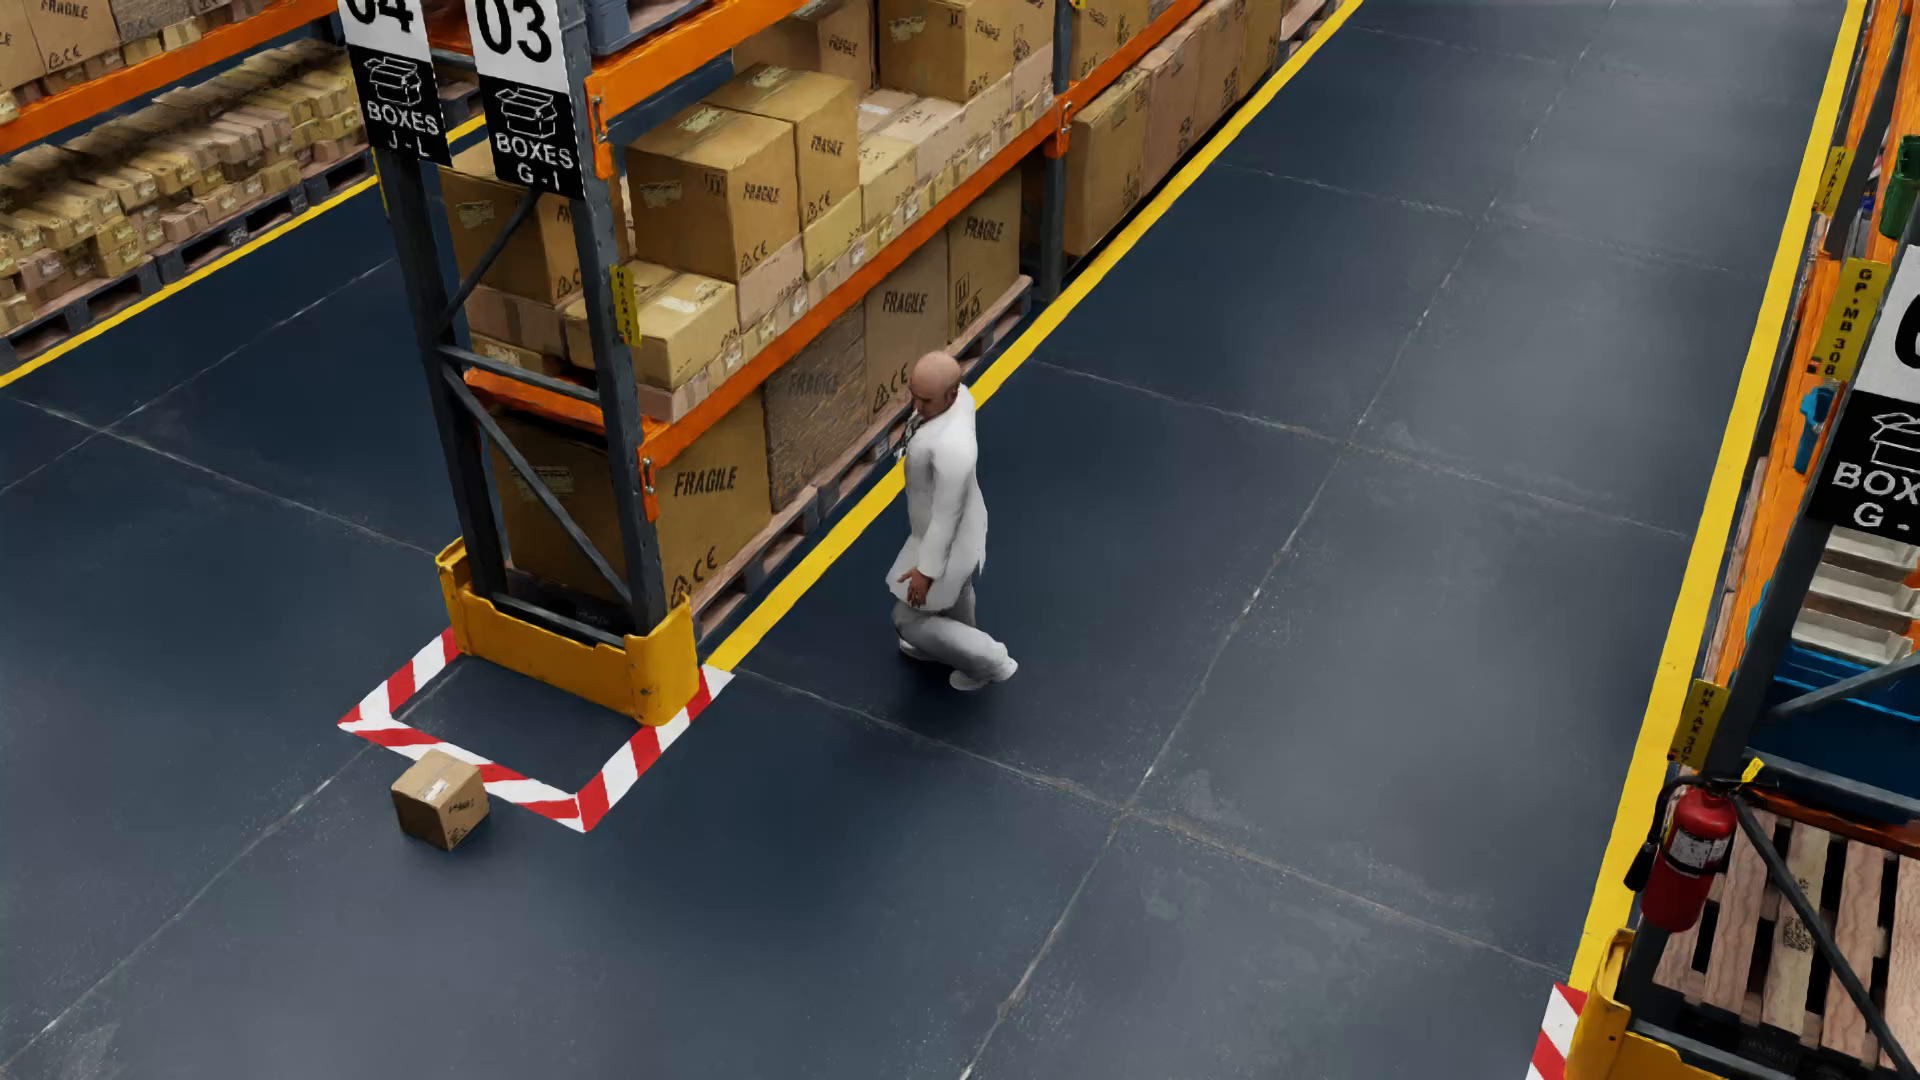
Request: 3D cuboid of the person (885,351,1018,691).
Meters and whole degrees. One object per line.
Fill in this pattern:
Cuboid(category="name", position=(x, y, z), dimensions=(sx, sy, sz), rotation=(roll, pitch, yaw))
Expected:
Cuboid(category="person", position=(-0.025, -0.026, 6.780), dimensions=(0.555, 1.763, 0.640), rotation=(2, 37, 2))
